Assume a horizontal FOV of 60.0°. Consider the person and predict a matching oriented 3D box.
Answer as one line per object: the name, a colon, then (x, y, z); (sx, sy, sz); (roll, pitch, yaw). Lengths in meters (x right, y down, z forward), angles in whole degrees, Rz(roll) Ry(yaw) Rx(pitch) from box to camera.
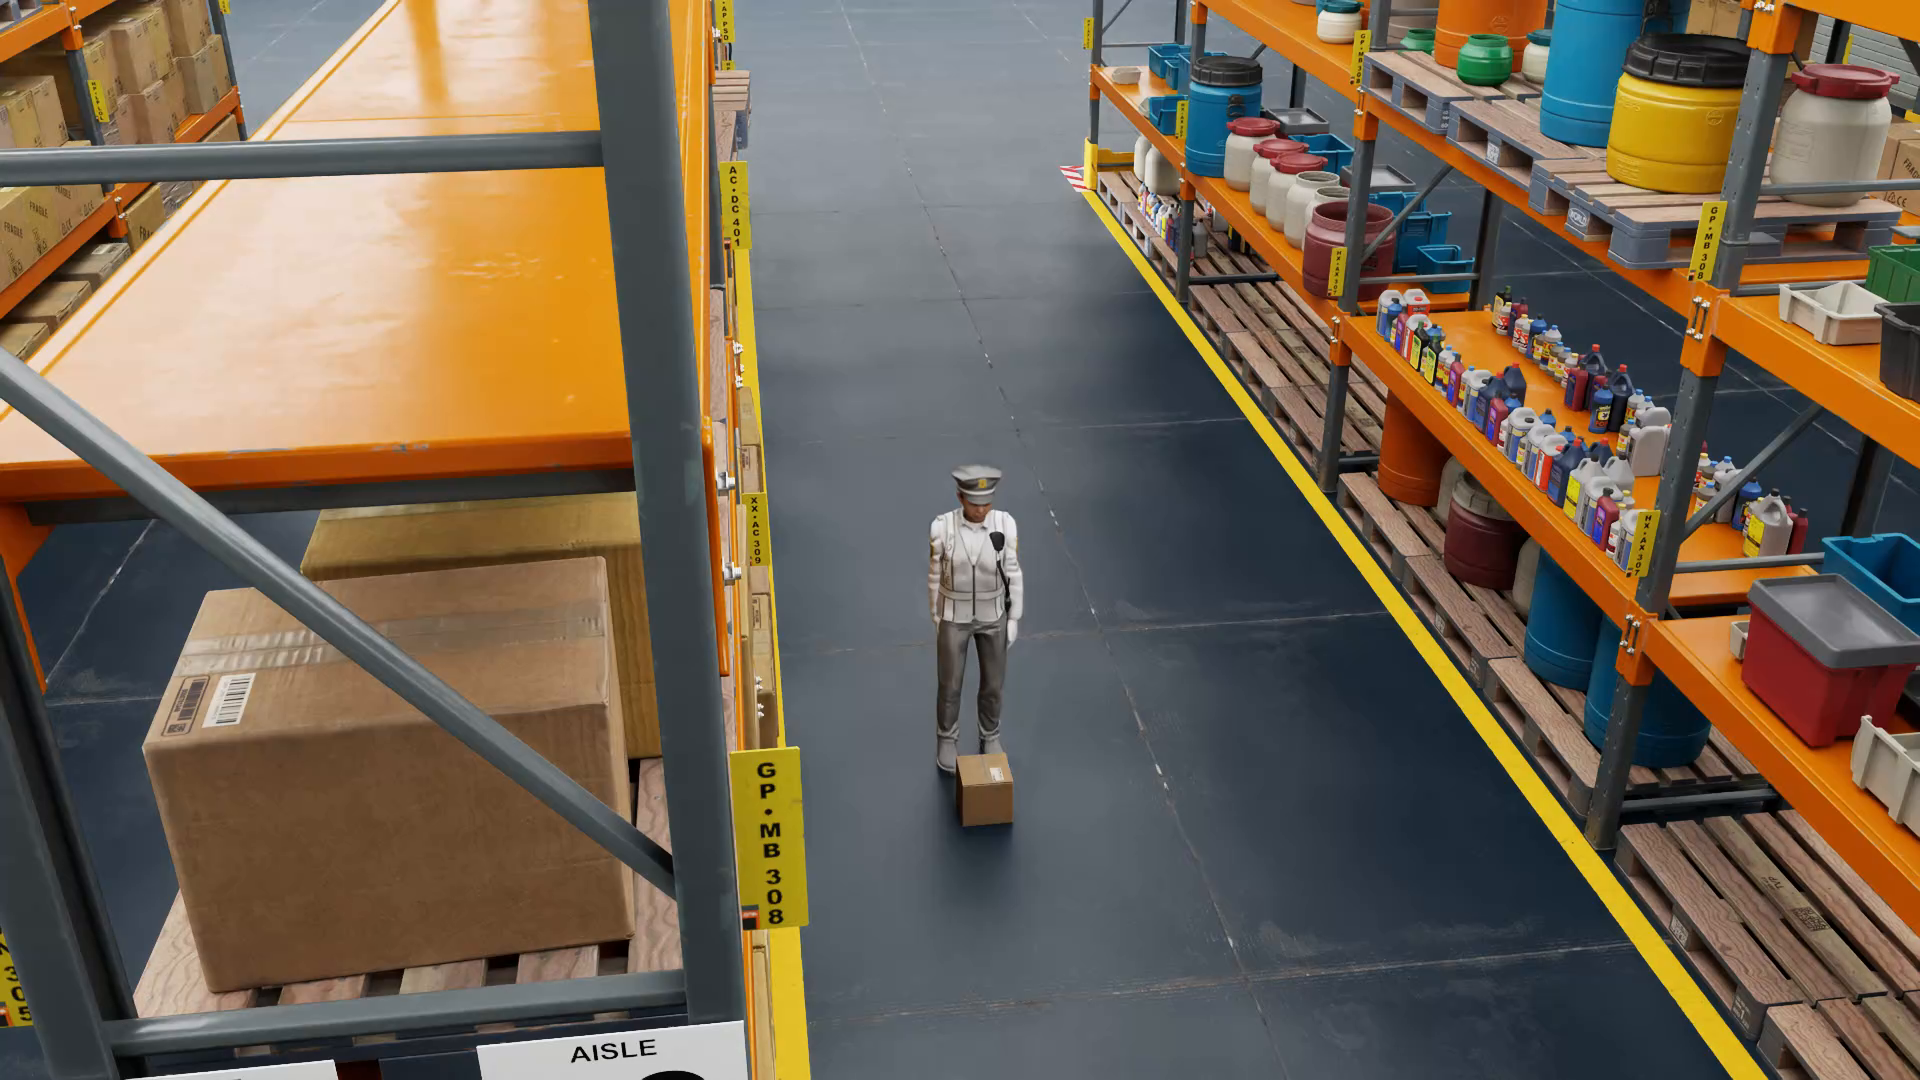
person: (0.079, 0.401, 8.320); (0.469, 1.665, 0.328); (-2, 27, -5)
